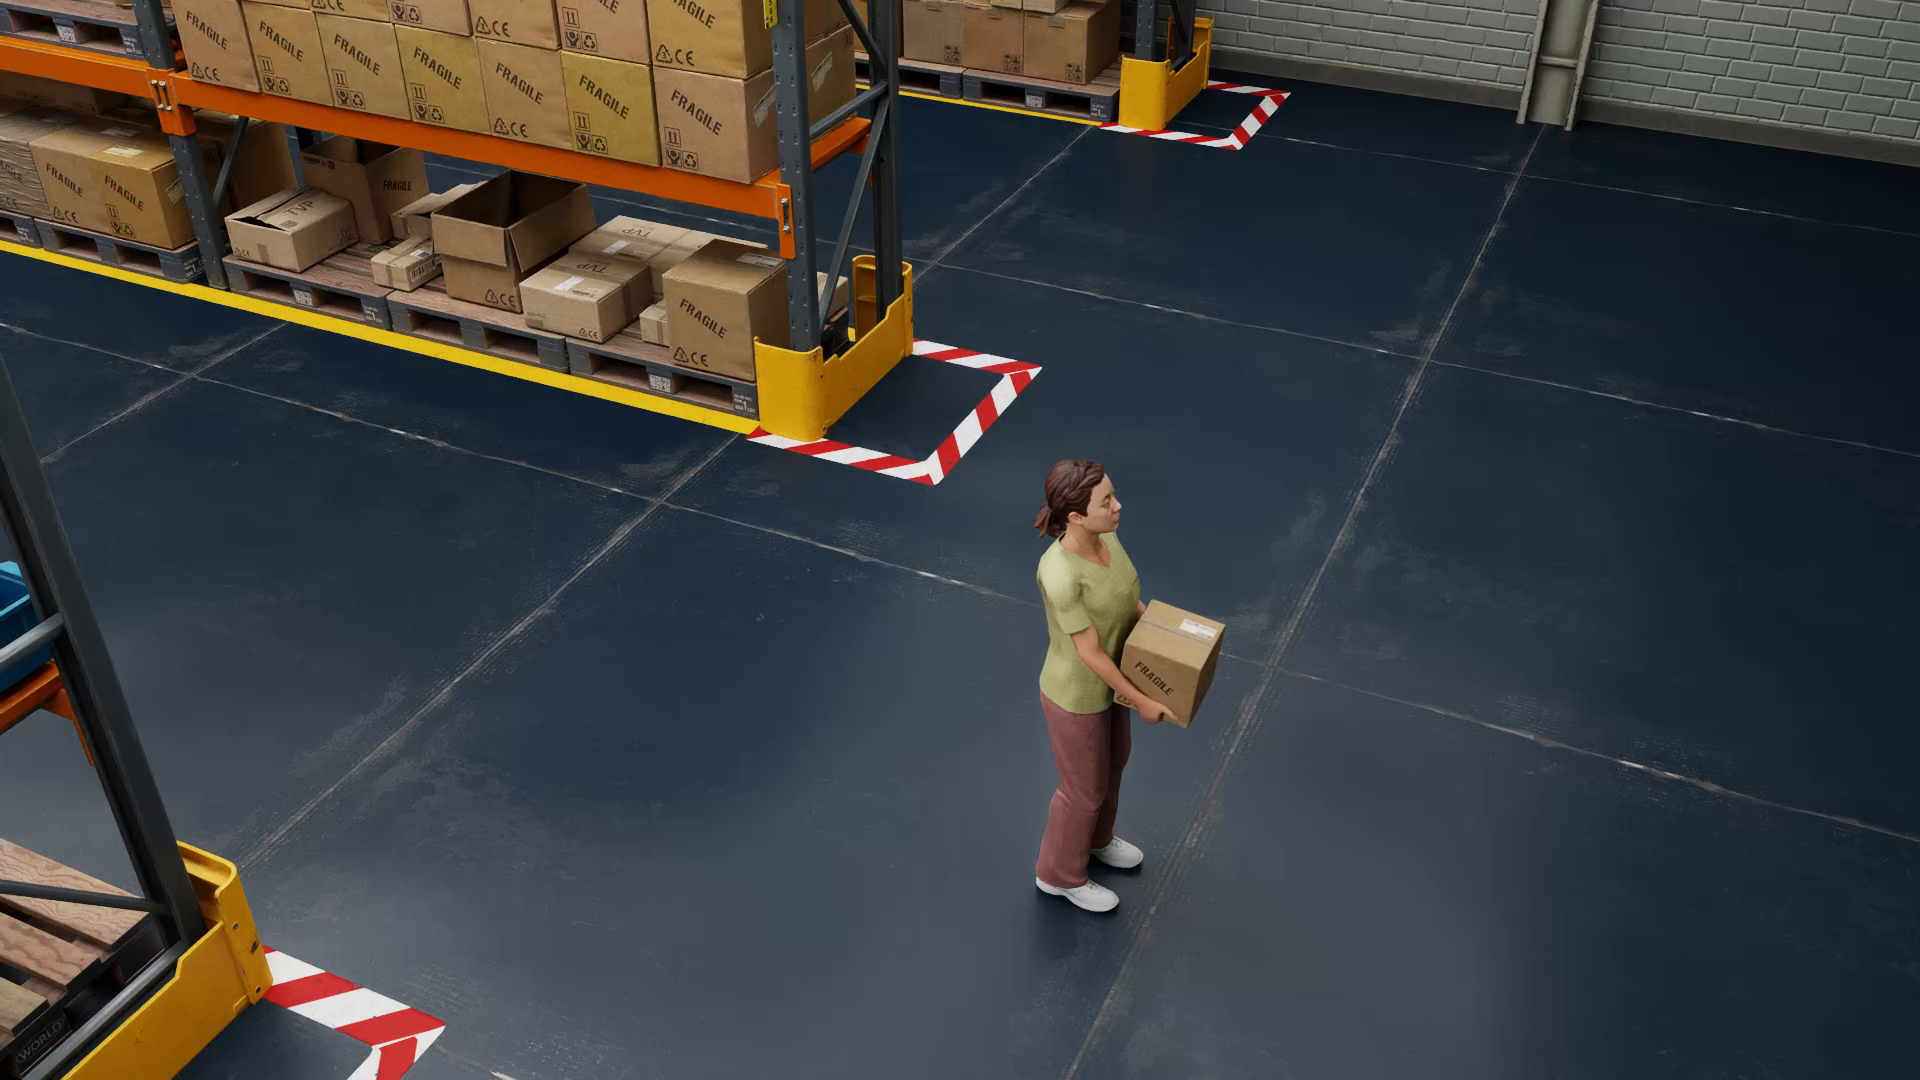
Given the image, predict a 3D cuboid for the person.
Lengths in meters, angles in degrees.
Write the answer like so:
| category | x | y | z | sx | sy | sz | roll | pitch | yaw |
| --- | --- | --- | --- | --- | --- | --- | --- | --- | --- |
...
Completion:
| category | x | y | z | sx | sy | sz | roll | pitch | yaw |
| --- | --- | --- | --- | --- | --- | --- | --- | --- | --- |
| person | 0.483 | 0.493 | 5.416 | 0.559 | 1.662 | 0.428 | 14 | 36 | 20 |
